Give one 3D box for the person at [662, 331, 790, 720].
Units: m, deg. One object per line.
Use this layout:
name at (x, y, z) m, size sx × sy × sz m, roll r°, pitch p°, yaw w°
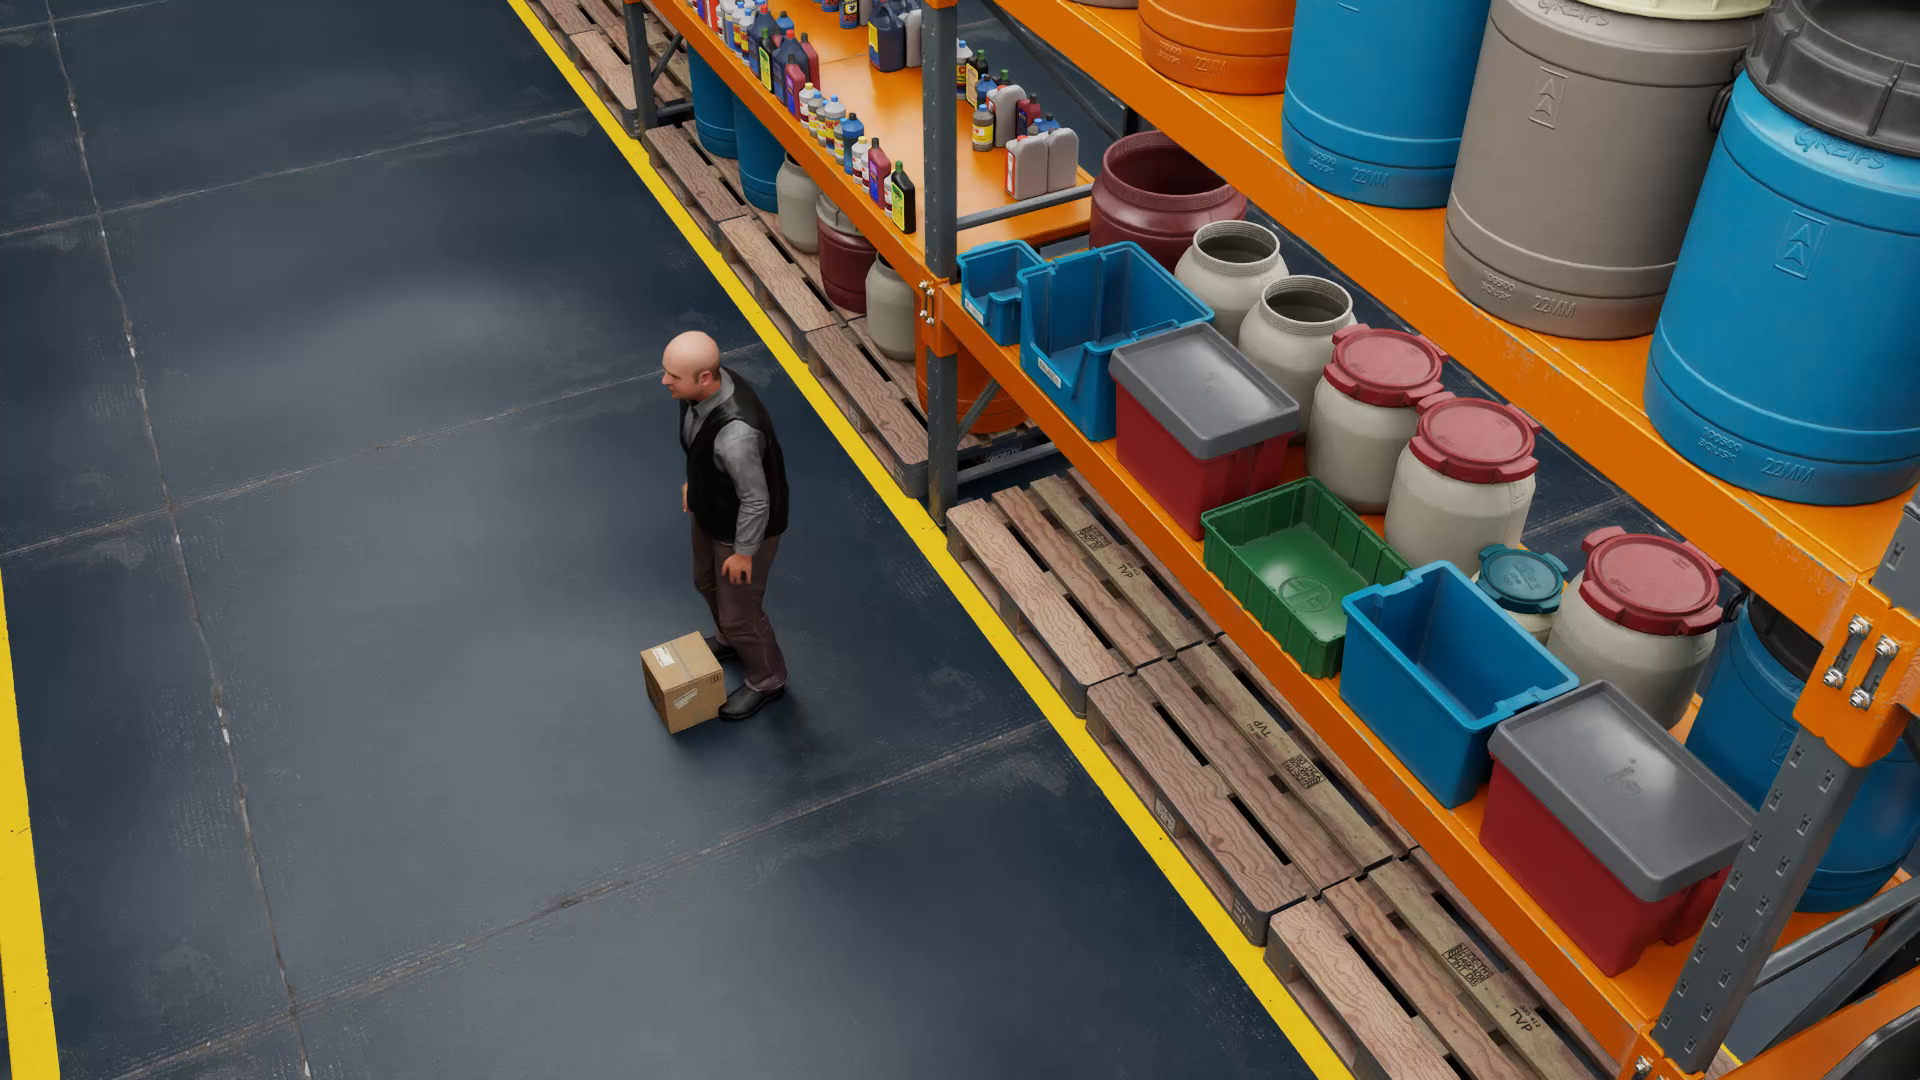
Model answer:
person at (-0.860, -0.080, 6.268) m, size 0.419 × 1.721 × 0.581 m, roll -19°, pitch 44°, yaw -20°
